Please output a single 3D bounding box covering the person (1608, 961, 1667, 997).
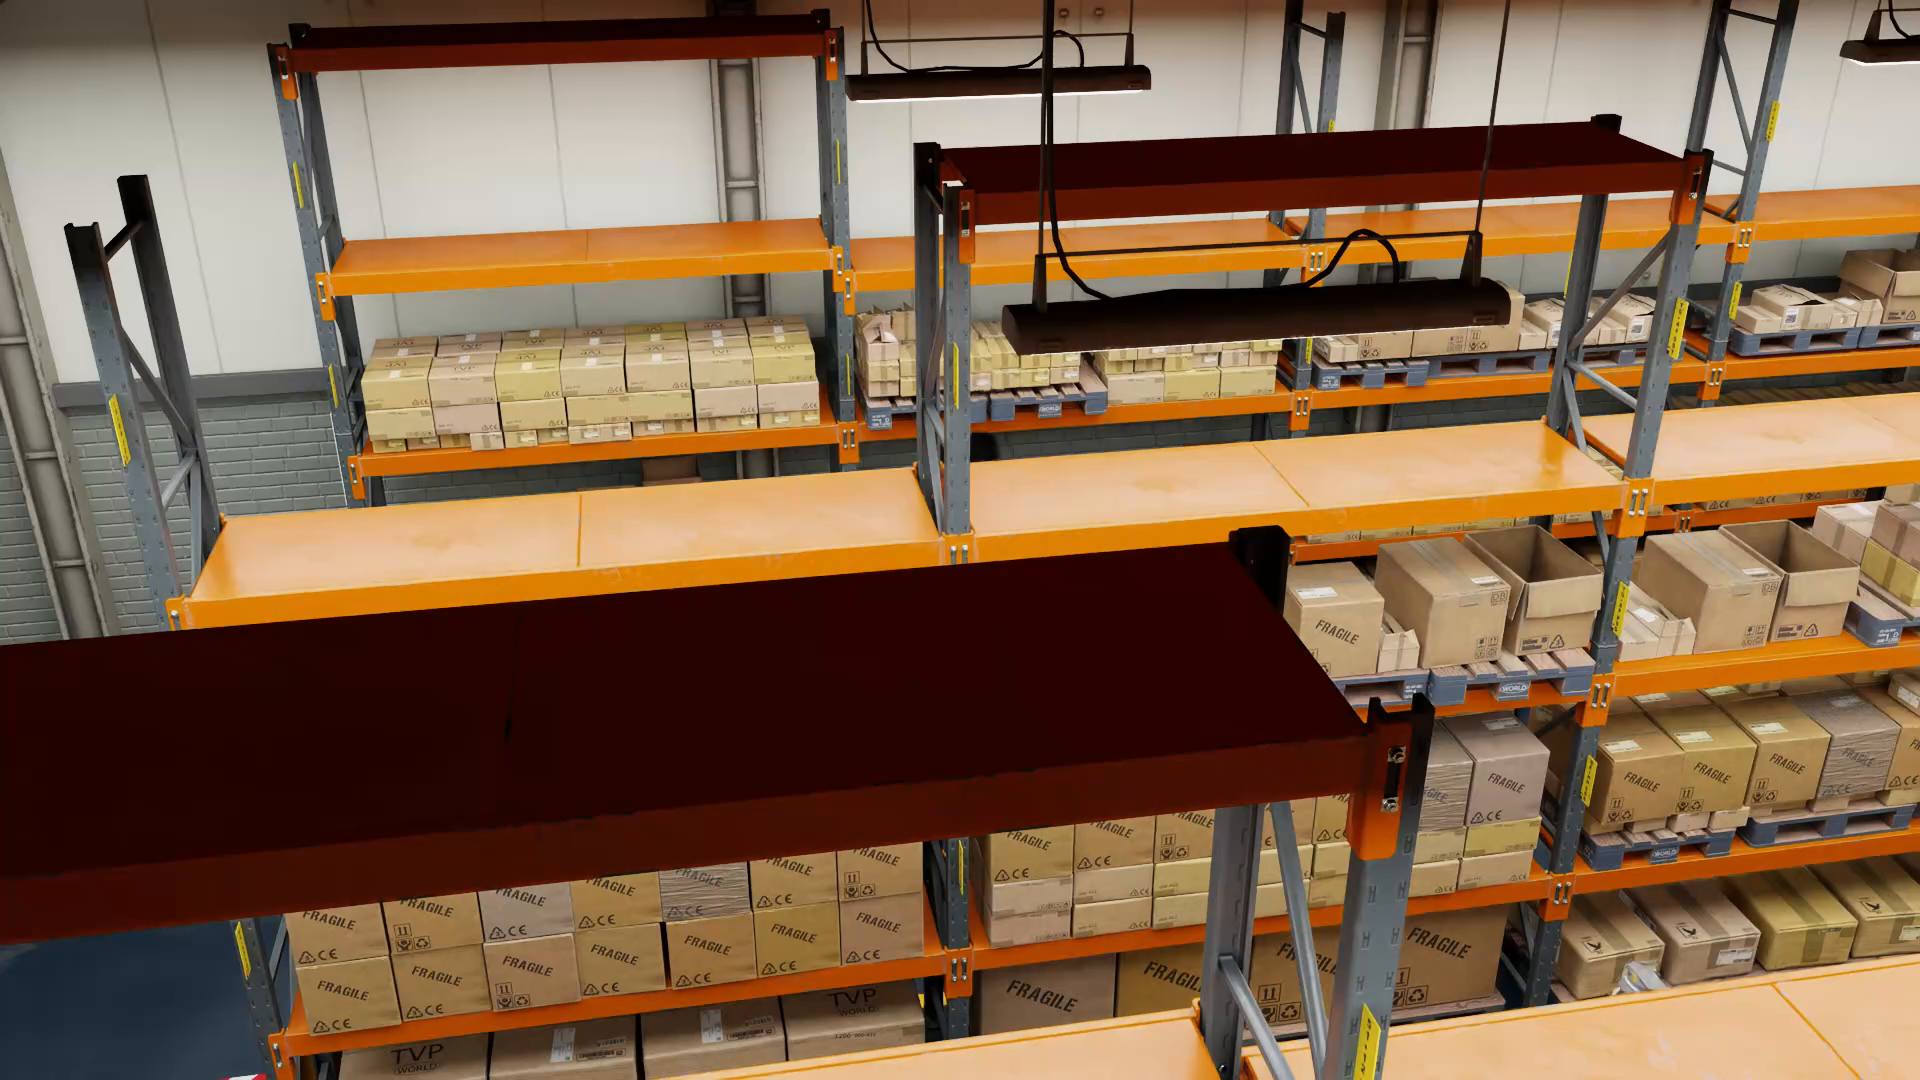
[{"bbox_3d":[3.870,3.157,9.895,0.518,1.632,0.618,-2,26,-4],"label":"person"}]
